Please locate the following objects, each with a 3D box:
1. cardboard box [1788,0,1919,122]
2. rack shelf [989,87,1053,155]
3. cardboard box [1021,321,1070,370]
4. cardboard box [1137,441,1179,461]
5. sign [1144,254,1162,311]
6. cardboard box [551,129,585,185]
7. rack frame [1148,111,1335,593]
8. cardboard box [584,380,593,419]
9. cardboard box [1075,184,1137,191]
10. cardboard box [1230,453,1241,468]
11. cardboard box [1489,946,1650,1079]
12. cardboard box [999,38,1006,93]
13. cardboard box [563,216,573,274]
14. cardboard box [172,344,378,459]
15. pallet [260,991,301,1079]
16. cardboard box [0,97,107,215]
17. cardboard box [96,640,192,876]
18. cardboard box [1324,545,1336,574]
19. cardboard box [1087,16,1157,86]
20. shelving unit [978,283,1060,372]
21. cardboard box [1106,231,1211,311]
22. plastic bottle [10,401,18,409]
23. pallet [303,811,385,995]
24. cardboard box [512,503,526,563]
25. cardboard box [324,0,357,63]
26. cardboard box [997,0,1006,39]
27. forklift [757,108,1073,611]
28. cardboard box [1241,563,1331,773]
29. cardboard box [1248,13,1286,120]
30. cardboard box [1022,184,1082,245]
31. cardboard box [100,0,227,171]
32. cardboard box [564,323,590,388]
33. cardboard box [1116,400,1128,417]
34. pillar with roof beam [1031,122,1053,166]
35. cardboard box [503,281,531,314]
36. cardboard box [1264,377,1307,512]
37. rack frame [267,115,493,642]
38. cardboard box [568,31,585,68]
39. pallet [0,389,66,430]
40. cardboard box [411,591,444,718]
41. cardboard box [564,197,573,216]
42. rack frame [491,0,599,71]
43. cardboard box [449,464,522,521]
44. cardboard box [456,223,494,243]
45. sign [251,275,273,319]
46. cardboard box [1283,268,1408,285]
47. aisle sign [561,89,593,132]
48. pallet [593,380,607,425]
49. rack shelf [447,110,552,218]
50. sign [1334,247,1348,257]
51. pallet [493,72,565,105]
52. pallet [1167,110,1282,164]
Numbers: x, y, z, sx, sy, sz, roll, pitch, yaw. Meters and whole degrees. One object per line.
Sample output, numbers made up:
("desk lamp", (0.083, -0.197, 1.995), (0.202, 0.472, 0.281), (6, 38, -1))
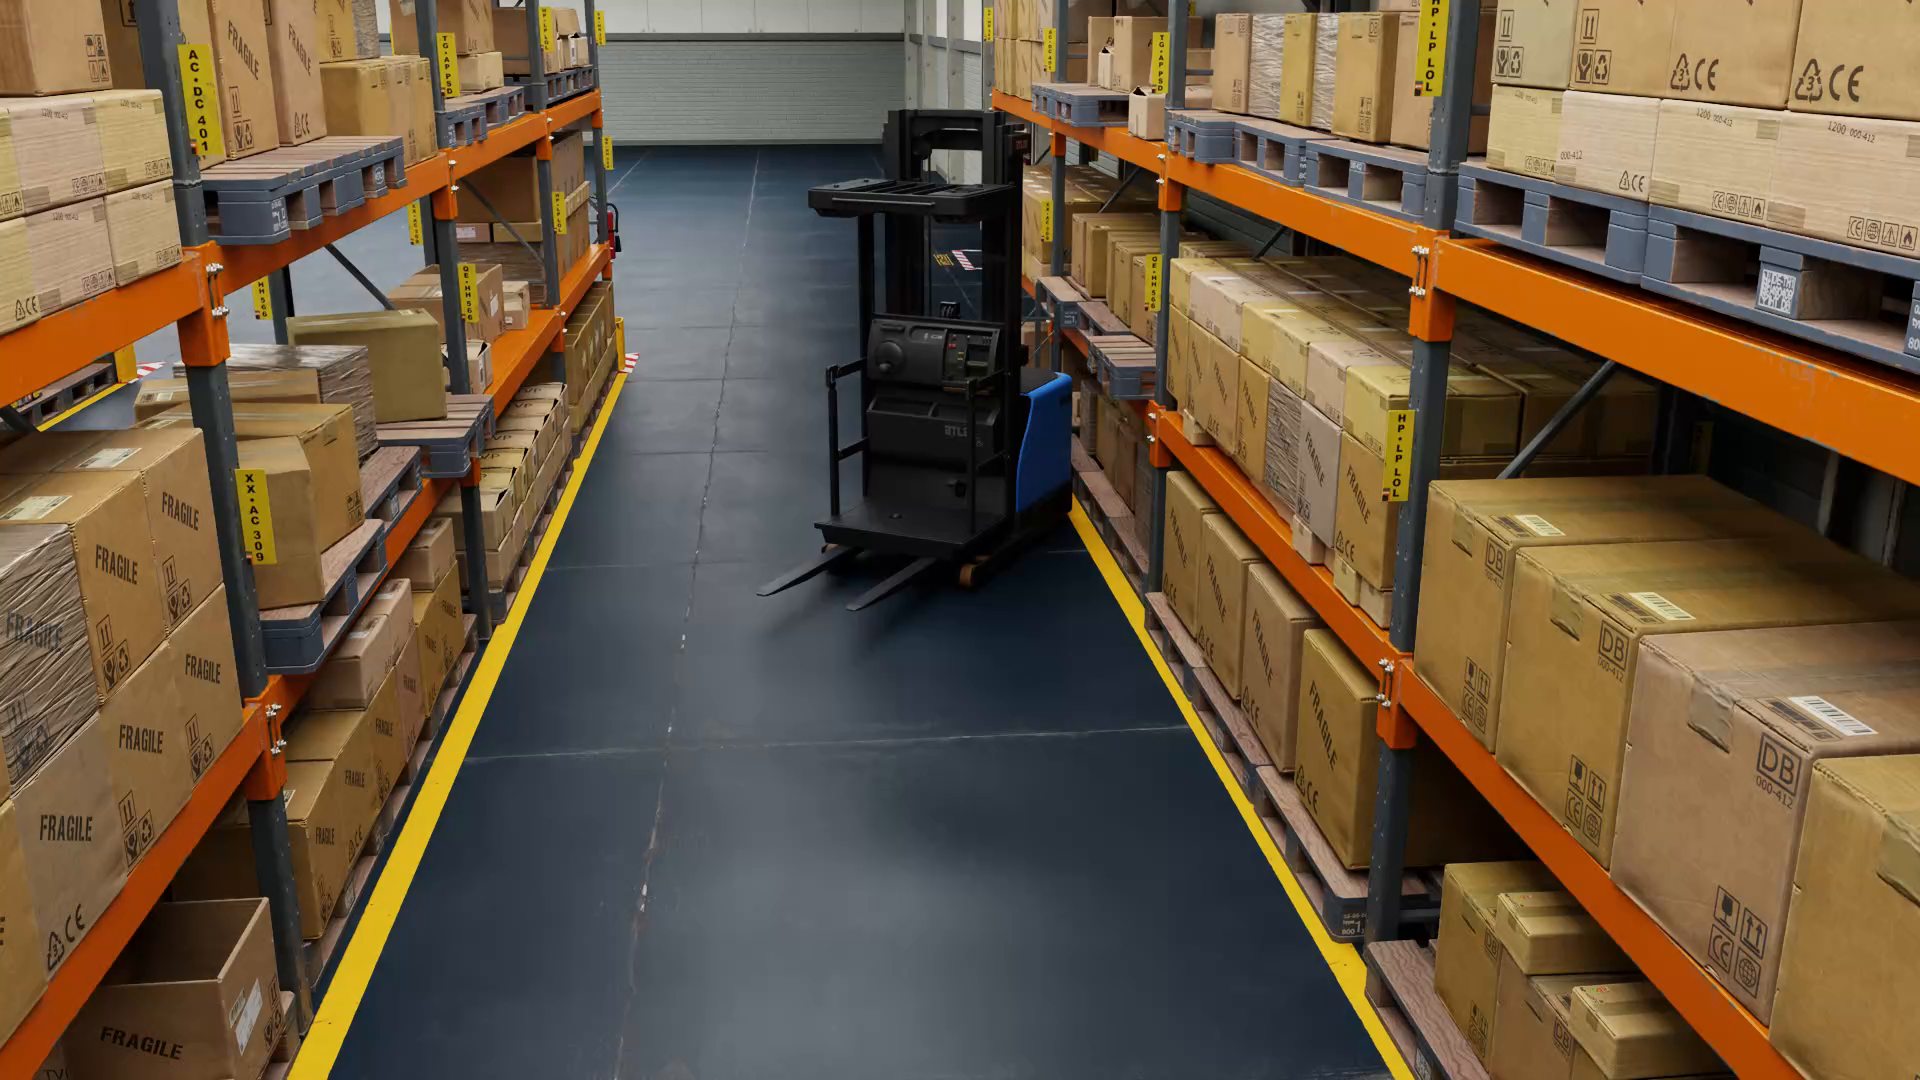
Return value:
("cardboard box", (2.033, -1.086, 3.250), (0.500, 0.500, 0.500), (-3, 18, -8))
("rack shelf", (1.039, -3.865, 15.173), (1.077, 0.370, 4.000), (-2, 18, -6))
("cardboard box", (0.900, -1.791, 15.813), (0.700, 0.500, 0.500), (-3, 18, -9))
("cardboard box", (1.594, -0.377, 11.307), (0.700, 0.500, 0.500), (-2, 18, -6))
("sign", (1.119, -1.484, 9.597), (0.100, 0.325, 0.005), (-2, 18, -6))
("cardboard box", (-4.053, -3.730, 16.218), (0.700, 0.500, 0.500), (-2, 18, -5))
("rack frame", (1.658, -0.989, 9.821), (1.000, 3.000, 0.127), (-2, 18, -6))
("cardboard box", (-3.474, -1.212, 14.419), (0.500, 0.250, 0.500), (-2, 18, -6))
("cardboard box", (1.309, -2.926, 14.955), (0.500, 0.500, 0.500), (-1, 17, -4))
("cardboard box", (1.606, -0.468, 8.547), (0.380, 0.149, 0.250), (-1, 17, -4))
("cardboard box", (2.094, 1.570, 5.139), (0.700, 0.500, 0.500), (-2, 18, -6))
("cardboard box", (0.639, -4.593, 16.090), (0.500, 0.500, 0.500), (-1, 17, -2))
("cardboard box", (-3.896, -2.666, 14.993), (0.700, 0.500, 0.500), (-1, 17, -4))
("cardboard box", (-3.187, -0.621, 7.778), (0.700, 0.500, 0.500), (1, 17, 5))
("pallet", (-2.786, 1.892, 5.299), (1.003, 0.211, 1.213), (-2, 18, -6))
("cardboard box", (-2.488, -0.956, 4.122), (0.500, 0.250, 0.500), (-2, 18, -6))
("cardboard box", (-2.495, 0.603, 4.580), (0.500, 0.500, 0.500), (-1, 17, -4))
("cardboard box", (1.723, 0.068, 6.839), (0.380, 0.149, 0.250), (-1, 17, -4))
("cardboard box", (1.222, -3.695, 12.563), (0.500, 0.500, 0.500), (1, 17, 2))
("shelving unit", (0.439, -1.156, 12.857), (0.587, 1.500, 1.083), (-2, 17, -5))
("cardboard box", (1.414, -1.924, 11.896), (0.700, 0.500, 0.500), (1, 17, 2))
("plastic bottle", (-8.362, -1.313, 14.538), (0.144, 0.351, 0.185), (-1, 17, -3))
("pallet", (-2.978, 1.446, 6.719), (1.003, 0.211, 1.213), (-2, 18, -6))
("cardboard box", (-3.083, -0.039, 10.681), (0.500, 0.250, 0.500), (-2, 18, -7))
("cardboard box", (-3.178, -2.509, 7.817), (0.500, 0.500, 0.500), (-2, 18, -6))
("cardboard box", (0.633, -5.065, 15.925), (0.500, 0.500, 0.500), (-2, 18, -6))
("forklift", (-0.266, -1.230, 10.701), (1.130, 2.935, 3.031), (8, 19, 24))
("cardboard box", (1.780, 0.573, 7.731), (0.750, 0.750, 0.750), (-1, 17, -4))
("cardboard box", (1.872, -2.379, 8.338), (0.700, 0.500, 0.500), (-3, 18, -9))
("cardboard box", (0.791, -2.907, 14.894), (0.500, 0.500, 0.500), (-2, 18, -7))
("cardboard box", (-2.835, -1.523, 5.477), (0.600, 0.600, 0.600), (-3, 18, -11))
("cardboard box", (-3.477, -1.570, 14.307), (0.500, 0.500, 0.500), (-2, 18, -6))
("cardboard box", (1.444, -1.051, 12.205), (0.500, 0.250, 0.500), (-2, 18, -7))
("pillar with roof beam", (-3.135, -7.708, 21.205), (9.100, 9.000, 0.400), (-2, 18, -6))
("cardboard box", (-3.587, -1.810, 12.685), (0.500, 0.250, 0.500), (-1, 17, -2))
("cardboard box", (1.666, -0.428, 7.336), (0.500, 0.500, 0.500), (-2, 18, -6))
("rack frame", (-3.269, -0.835, 9.330), (1.000, 3.000, 0.127), (-2, 18, -6))
("cardboard box", (-3.656, -4.374, 14.807), (0.500, 0.311, 0.500), (0, 17, 1))
("pallet", (-8.766, -1.110, 14.861), (1.003, 0.211, 1.213), (-2, 18, -6))
("cardboard box", (-2.886, 0.573, 8.282), (0.500, 0.500, 0.500), (-2, 18, -8))
("cardboard box", (-3.703, -3.006, 14.994), (0.380, 0.149, 0.250), (-2, 18, -6))
("rack frame", (-4.094, -6.081, 16.023), (1.000, 3.000, 0.127), (-2, 18, -6))
("cardboard box", (-3.093, -0.313, 10.618), (0.500, 0.311, 0.500), (-2, 18, -7))
("cardboard box", (-3.923, -2.458, 13.250), (0.380, 0.149, 0.250), (-2, 18, -6))
("sign", (-3.821, -1.369, 9.098), (0.100, 0.325, 0.005), (-2, 18, -6))
("cardboard box", (2.013, -1.265, 8.749), (0.500, 0.250, 0.500), (-2, 18, -7))
("aisle sign", (-3.809, -4.488, 16.623), (0.394, 0.787, 0.004), (-2, 18, -6))
("pallet", (-3.851, -1.299, 15.462), (1.003, 0.211, 1.213), (-2, 18, -6))
("rack shelf", (-3.475, -2.519, 10.886), (1.077, 0.370, 4.000), (-2, 18, -6))
("sign", (2.210, -1.560, 9.705), (0.100, 0.325, 0.005), (-2, 18, -6))
("pallet", (-3.795, -3.669, 13.496), (1.003, 0.211, 1.213), (-2, 18, -6))
("pallet", (1.777, -2.140, 8.794), (1.213, 0.211, 1.003), (-1, 17, -3))
